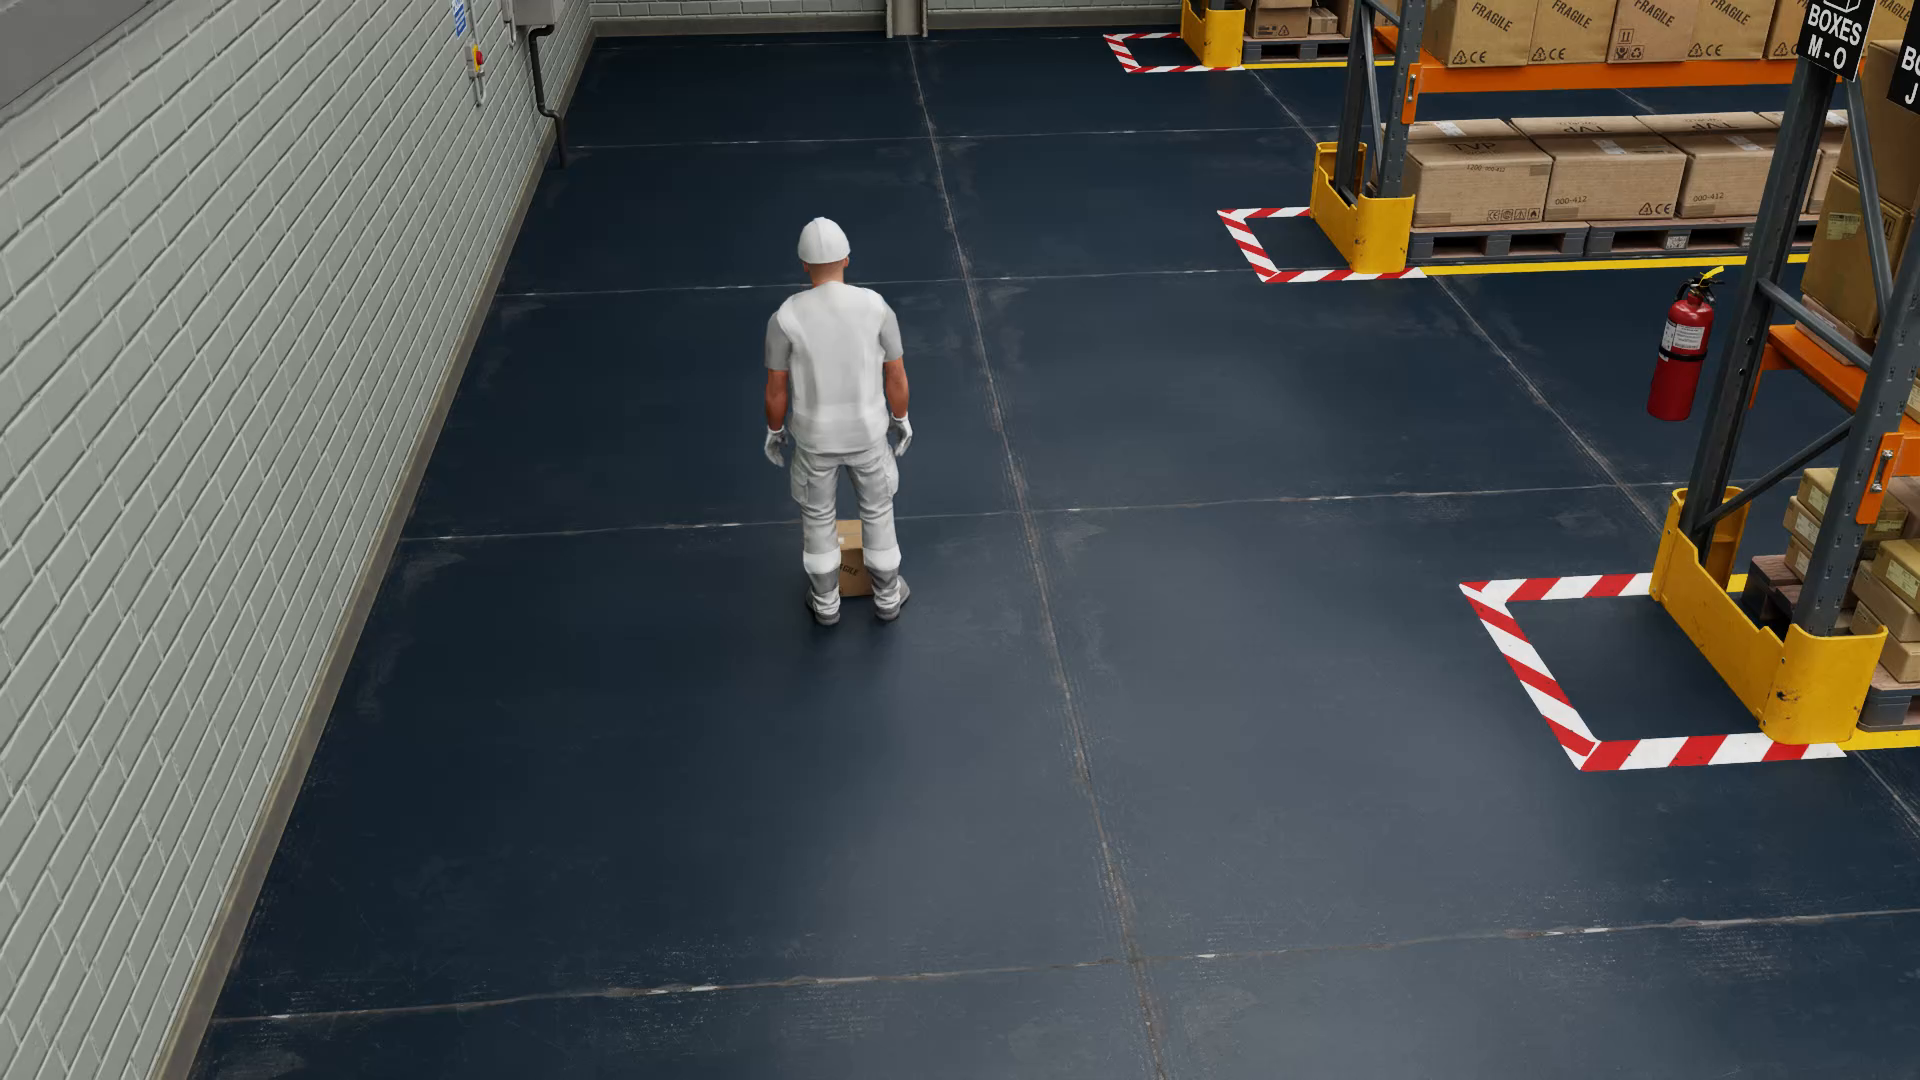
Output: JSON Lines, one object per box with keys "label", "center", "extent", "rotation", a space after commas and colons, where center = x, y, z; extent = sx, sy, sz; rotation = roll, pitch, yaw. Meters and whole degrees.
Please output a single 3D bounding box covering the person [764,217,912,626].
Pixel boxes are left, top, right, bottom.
{"label": "person", "center": [-0.504, -0.456, 6.882], "extent": [0.618, 1.779, 0.451], "rotation": [-5, 31, -8]}
